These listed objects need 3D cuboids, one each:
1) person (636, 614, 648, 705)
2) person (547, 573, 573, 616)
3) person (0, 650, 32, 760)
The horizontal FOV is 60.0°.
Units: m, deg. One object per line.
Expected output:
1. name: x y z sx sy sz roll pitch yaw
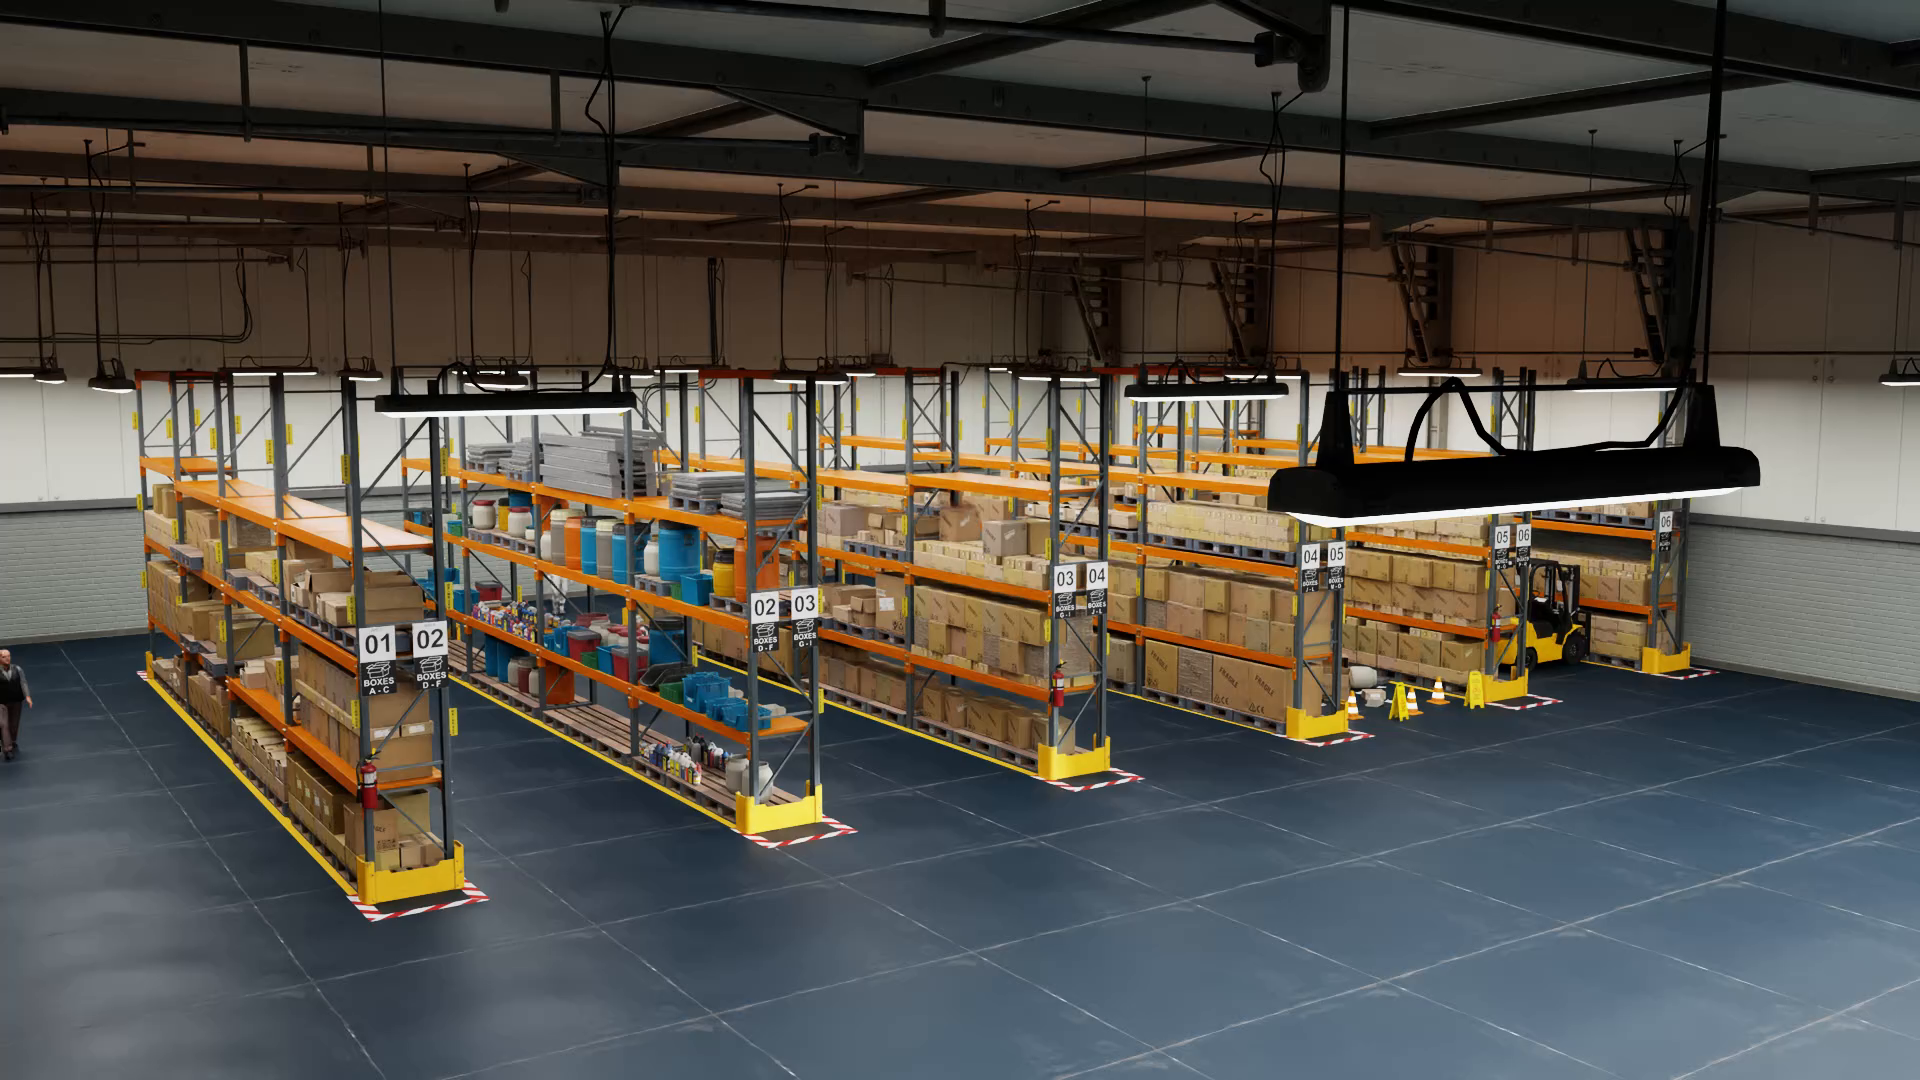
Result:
1. person: -5.855 2.125 30.050 0.485 1.617 0.844 -5 8 -36
2. person: -9.647 0.916 40.101 0.602 1.809 0.510 -3 7 -25
3. person: -14.941 2.548 26.094 0.624 1.667 1.068 -5 8 -36
